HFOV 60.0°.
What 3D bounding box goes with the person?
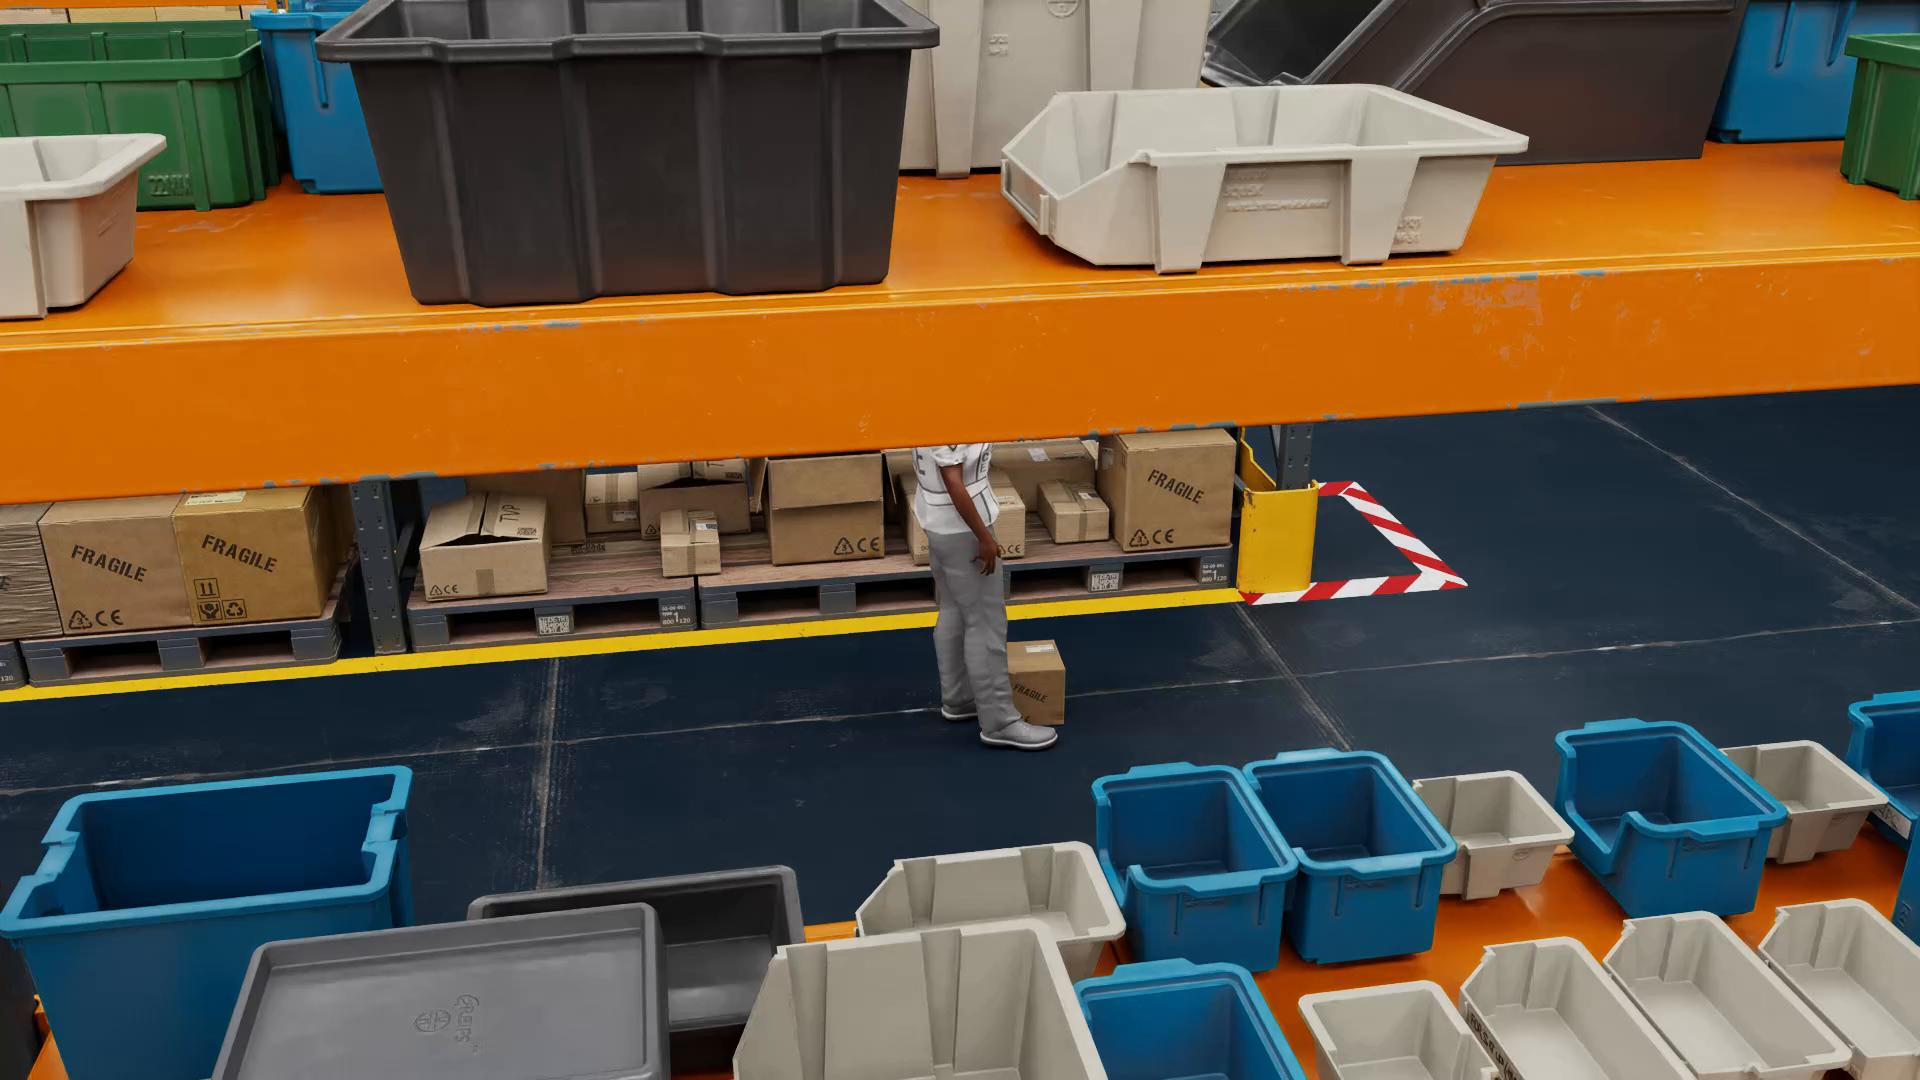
[{"bbox_3d":[0.071,-0.075,6.205,0.528,1.696,0.569,-4,24,-10],"label":"person"}]
